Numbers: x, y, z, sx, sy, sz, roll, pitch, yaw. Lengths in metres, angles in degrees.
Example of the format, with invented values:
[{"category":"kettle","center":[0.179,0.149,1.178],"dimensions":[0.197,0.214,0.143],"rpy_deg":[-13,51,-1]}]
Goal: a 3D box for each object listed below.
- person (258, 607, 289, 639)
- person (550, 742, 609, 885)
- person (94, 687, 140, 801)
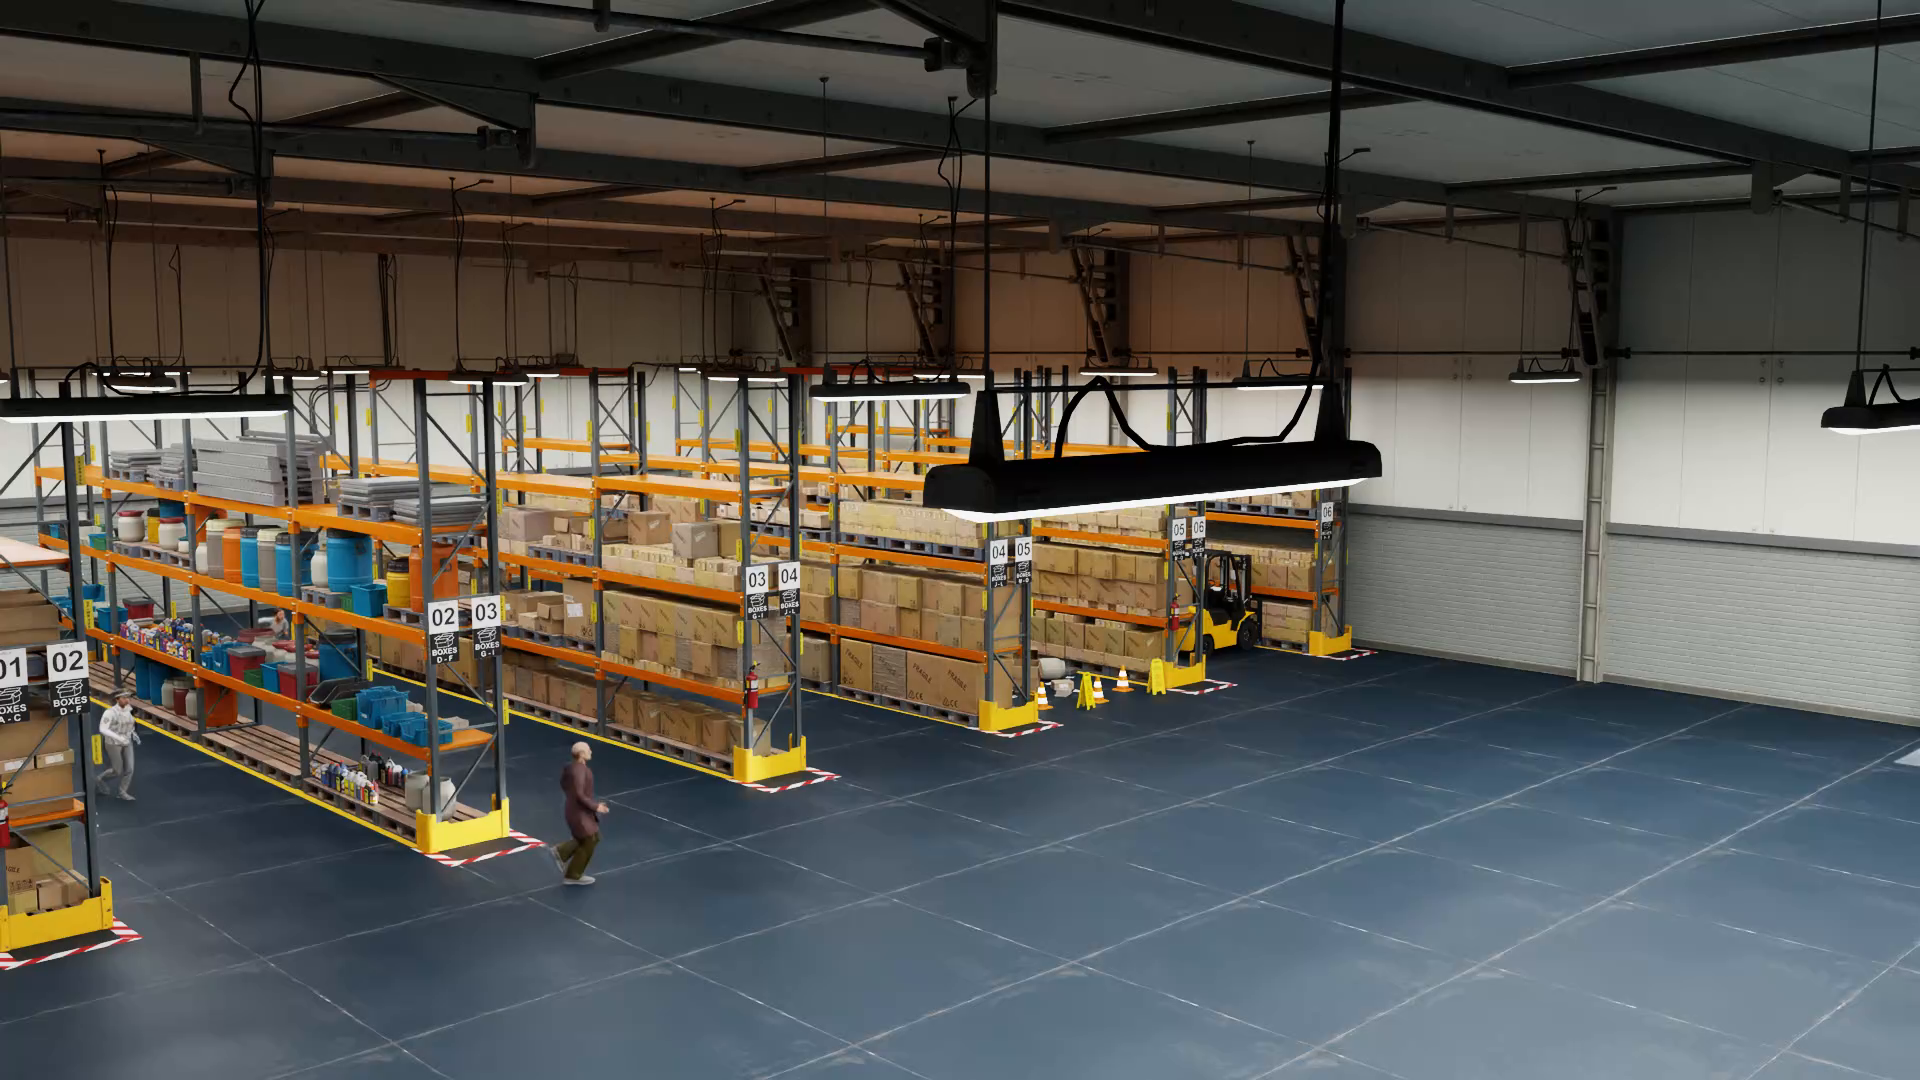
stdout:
[{"category":"person","center":[-13.062,2.030,31.458],"dimensions":[0.951,1.601,0.611],"rpy_deg":[5,8,36]},{"category":"person","center":[-4.535,3.252,19.790],"dimensions":[0.678,1.726,0.692],"rpy_deg":[-2,7,-20]},{"category":"person","center":[-11.964,2.877,23.564],"dimensions":[0.717,1.642,0.609],"rpy_deg":[3,7,24]}]
